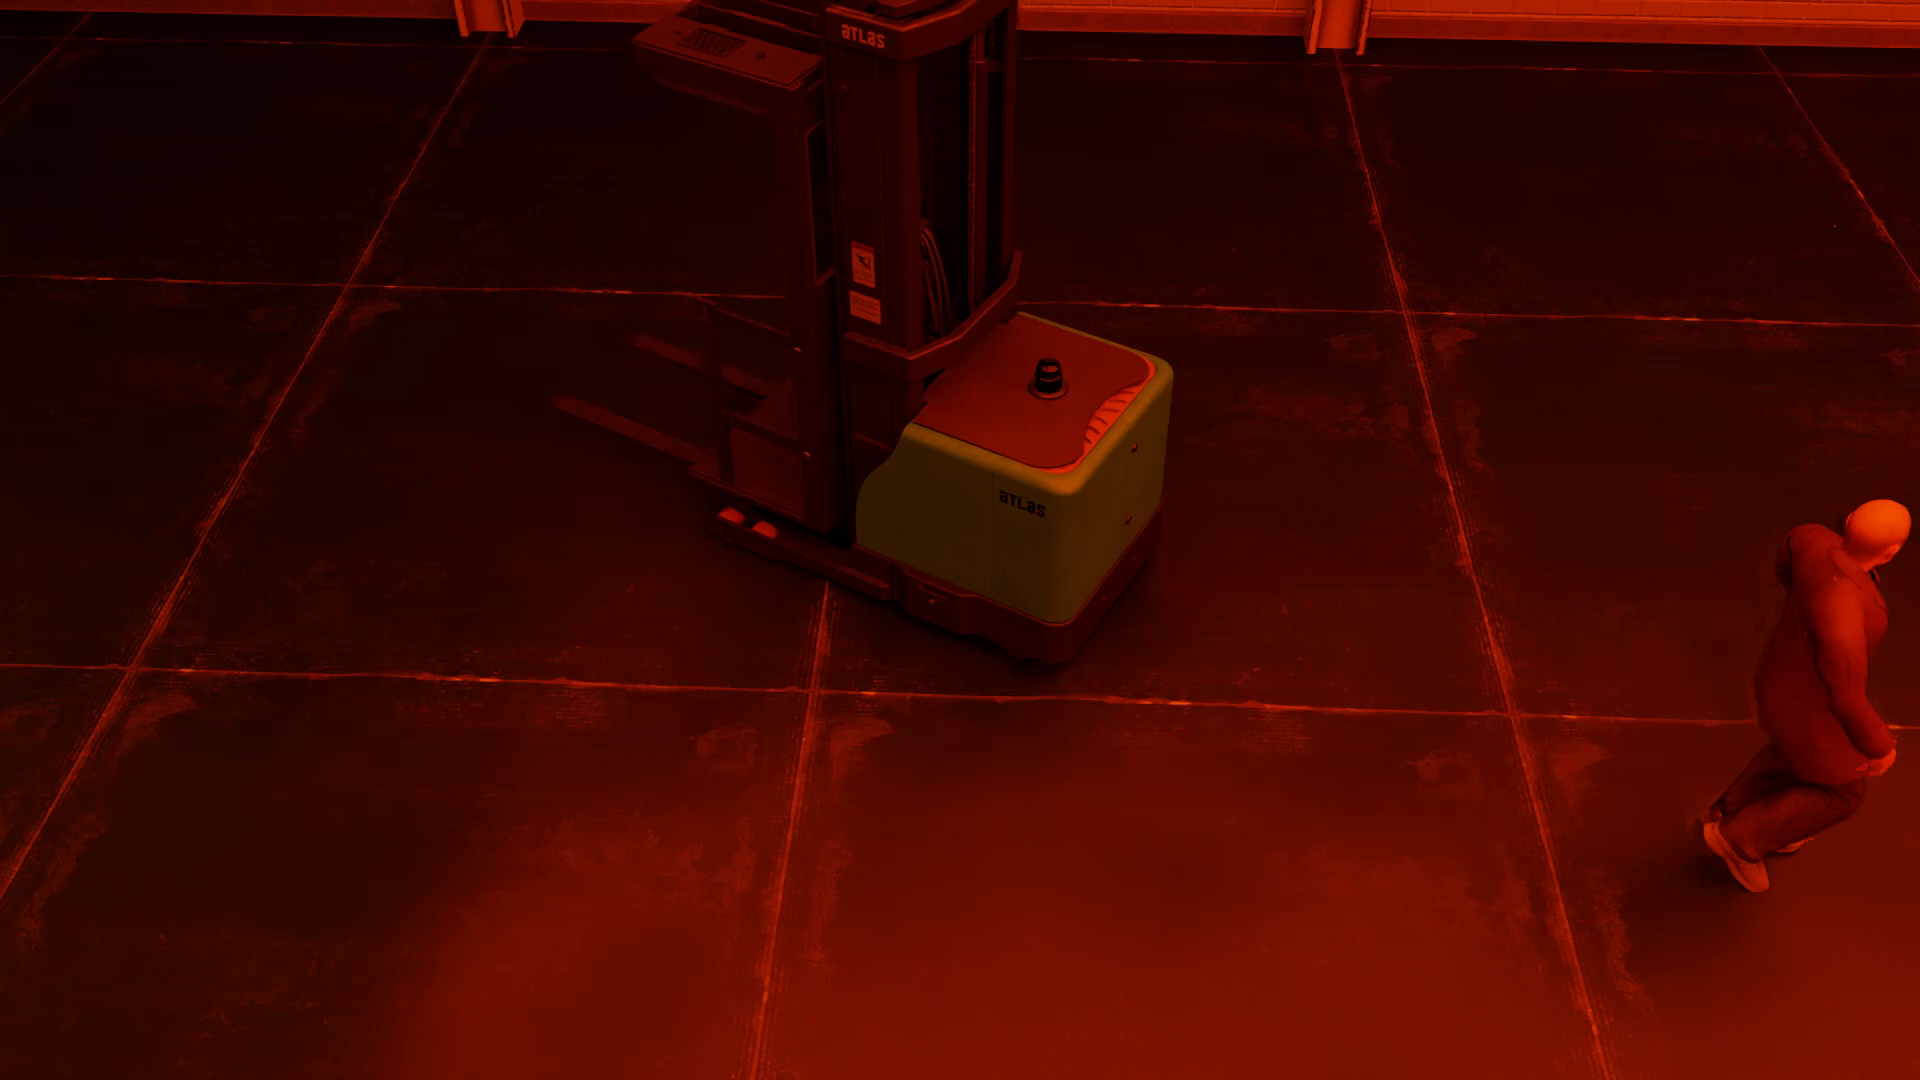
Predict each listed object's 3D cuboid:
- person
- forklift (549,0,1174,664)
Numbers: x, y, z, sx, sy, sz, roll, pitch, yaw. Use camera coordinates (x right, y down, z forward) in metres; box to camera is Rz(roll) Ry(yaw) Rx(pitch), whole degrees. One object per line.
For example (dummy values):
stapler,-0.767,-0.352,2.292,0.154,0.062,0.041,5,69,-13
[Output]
person,3.105,0.536,6.050,0.498,1.766,0.850,10,43,11
forklift,-0.592,-1.287,7.152,3.031,2.935,1.130,22,47,22
